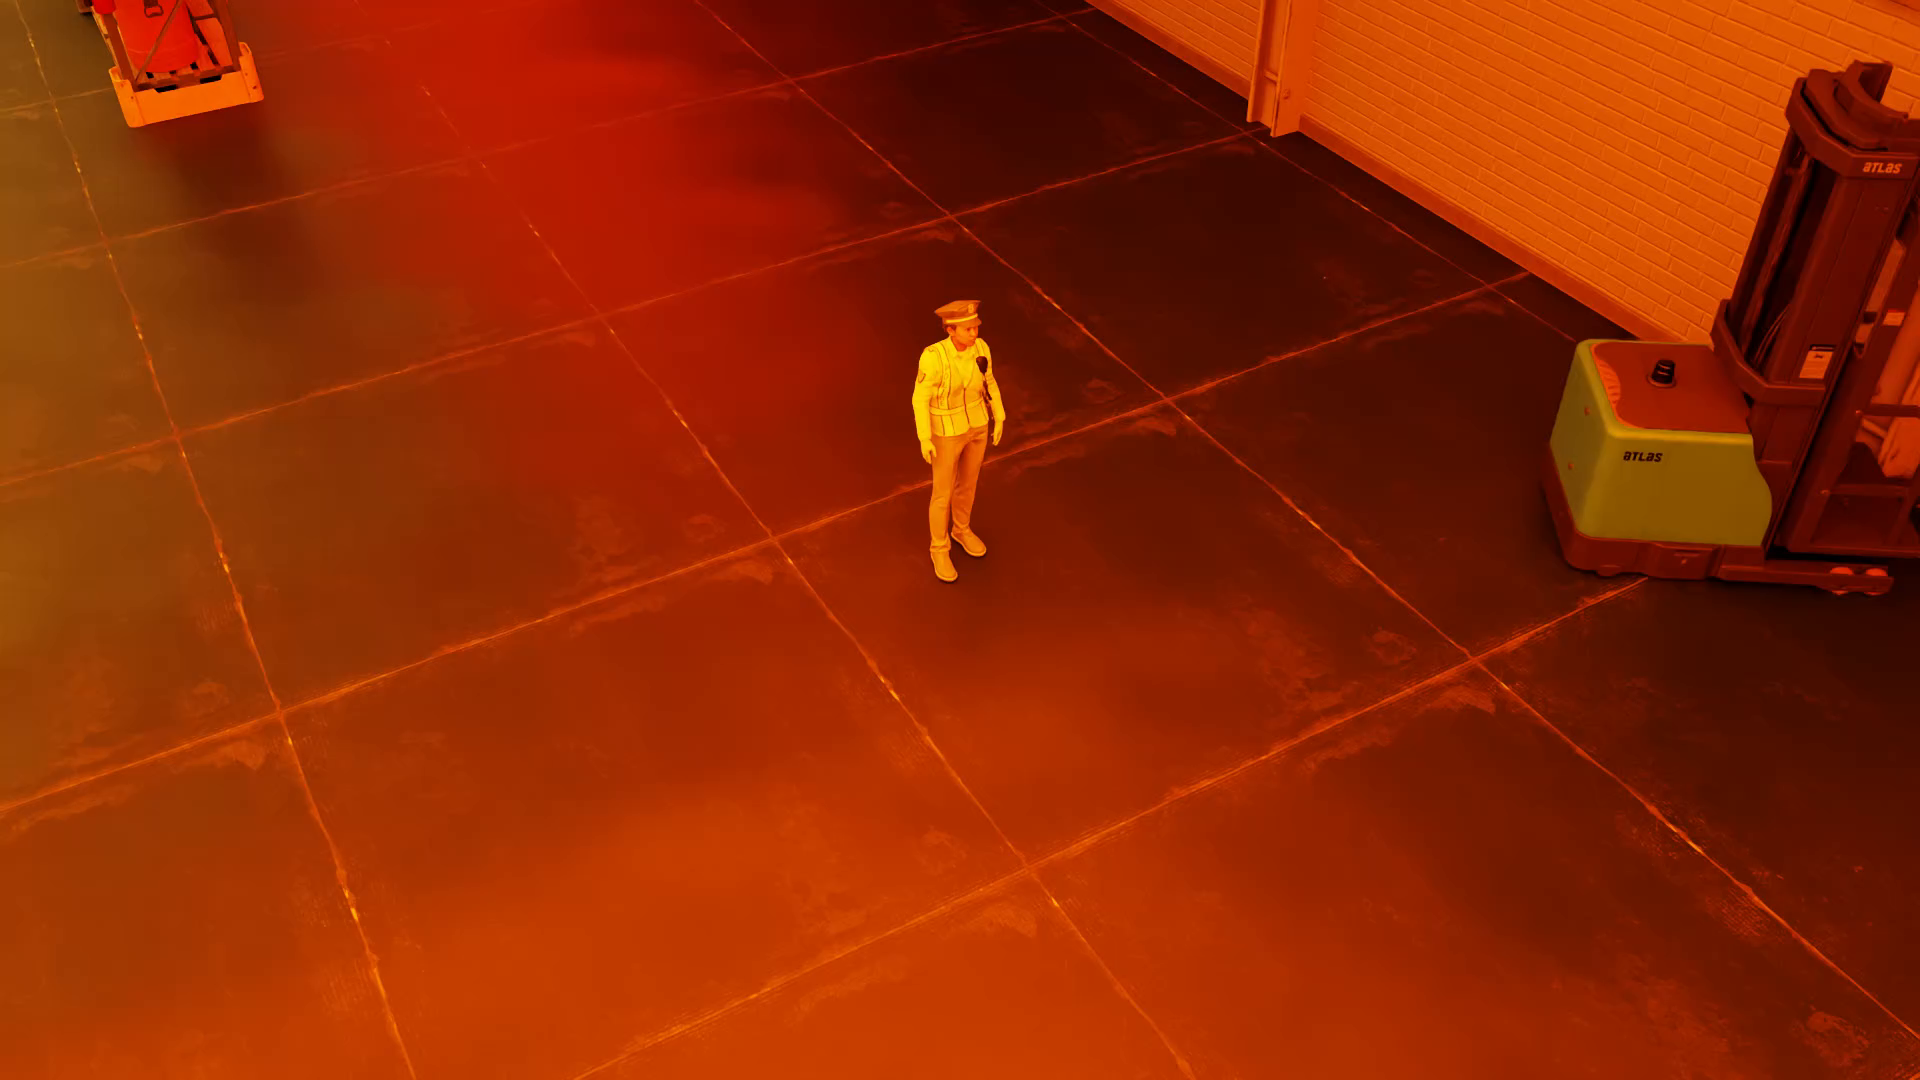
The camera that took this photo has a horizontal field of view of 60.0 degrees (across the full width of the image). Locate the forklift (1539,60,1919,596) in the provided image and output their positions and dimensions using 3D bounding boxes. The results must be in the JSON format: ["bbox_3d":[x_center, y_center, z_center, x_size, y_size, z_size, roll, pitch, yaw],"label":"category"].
[{"bbox_3d":[5.210,-1.150,9.423,3.031,2.935,1.130,3,40,4],"label":"forklift"}]

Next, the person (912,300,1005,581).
[{"bbox_3d":[0.029,-0.617,9.738,0.586,1.694,0.530,-20,44,-23],"label":"person"}]
